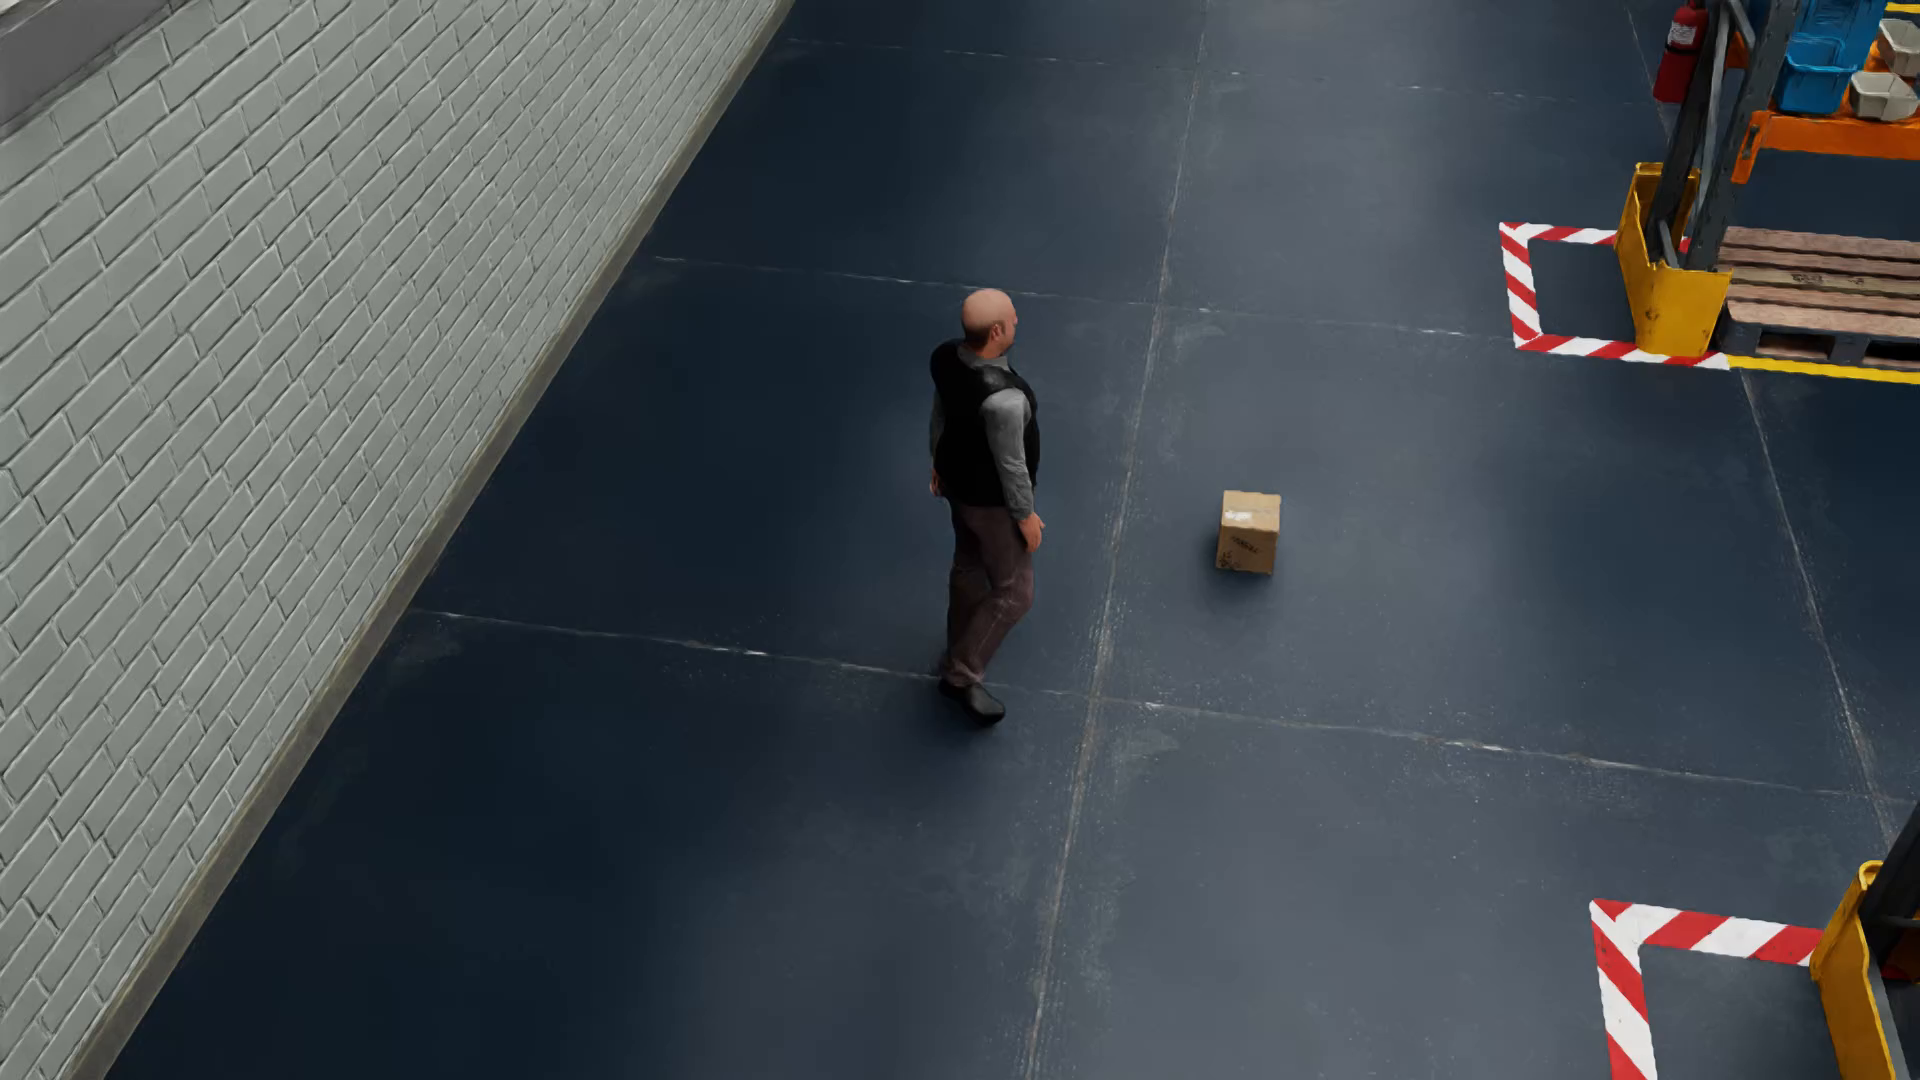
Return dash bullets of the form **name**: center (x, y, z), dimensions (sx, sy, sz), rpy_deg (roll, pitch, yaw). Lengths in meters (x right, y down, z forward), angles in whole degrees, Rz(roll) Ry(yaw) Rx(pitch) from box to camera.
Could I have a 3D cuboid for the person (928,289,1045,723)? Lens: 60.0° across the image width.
- **person**: center (0.084, -0.128, 6.327), dimensions (0.512, 1.714, 0.728), rpy_deg (-17, 43, -19)
